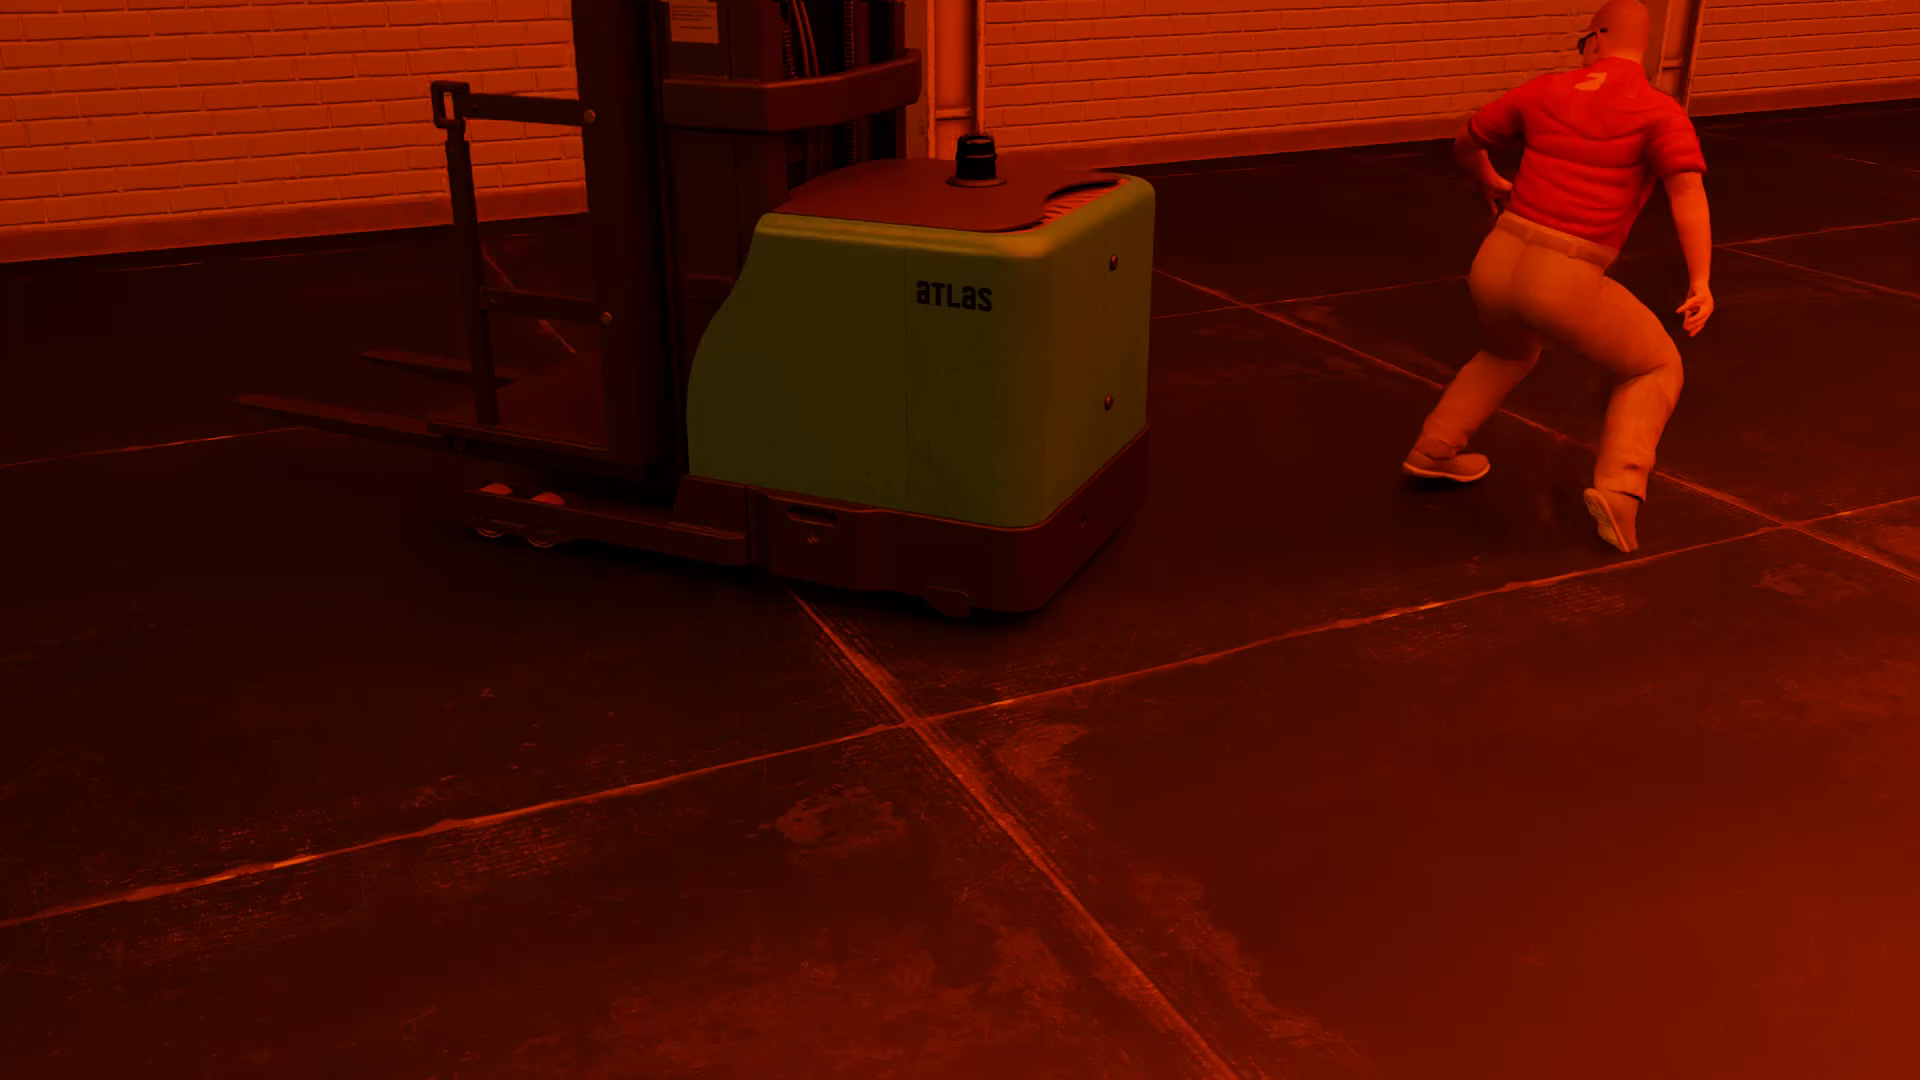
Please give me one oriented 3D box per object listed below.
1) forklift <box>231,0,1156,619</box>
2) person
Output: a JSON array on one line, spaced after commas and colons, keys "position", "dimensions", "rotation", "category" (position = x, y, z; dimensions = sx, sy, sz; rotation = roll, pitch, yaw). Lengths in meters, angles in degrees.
[{"position": [-0.973, -1.501, 4.900], "dimensions": [3.031, 2.935, 1.130], "rotation": [10, 25, 22], "category": "forklift"}, {"position": [1.896, -0.766, 5.061], "dimensions": [0.549, 1.662, 1.028], "rotation": [-16, 28, -34], "category": "person"}]
